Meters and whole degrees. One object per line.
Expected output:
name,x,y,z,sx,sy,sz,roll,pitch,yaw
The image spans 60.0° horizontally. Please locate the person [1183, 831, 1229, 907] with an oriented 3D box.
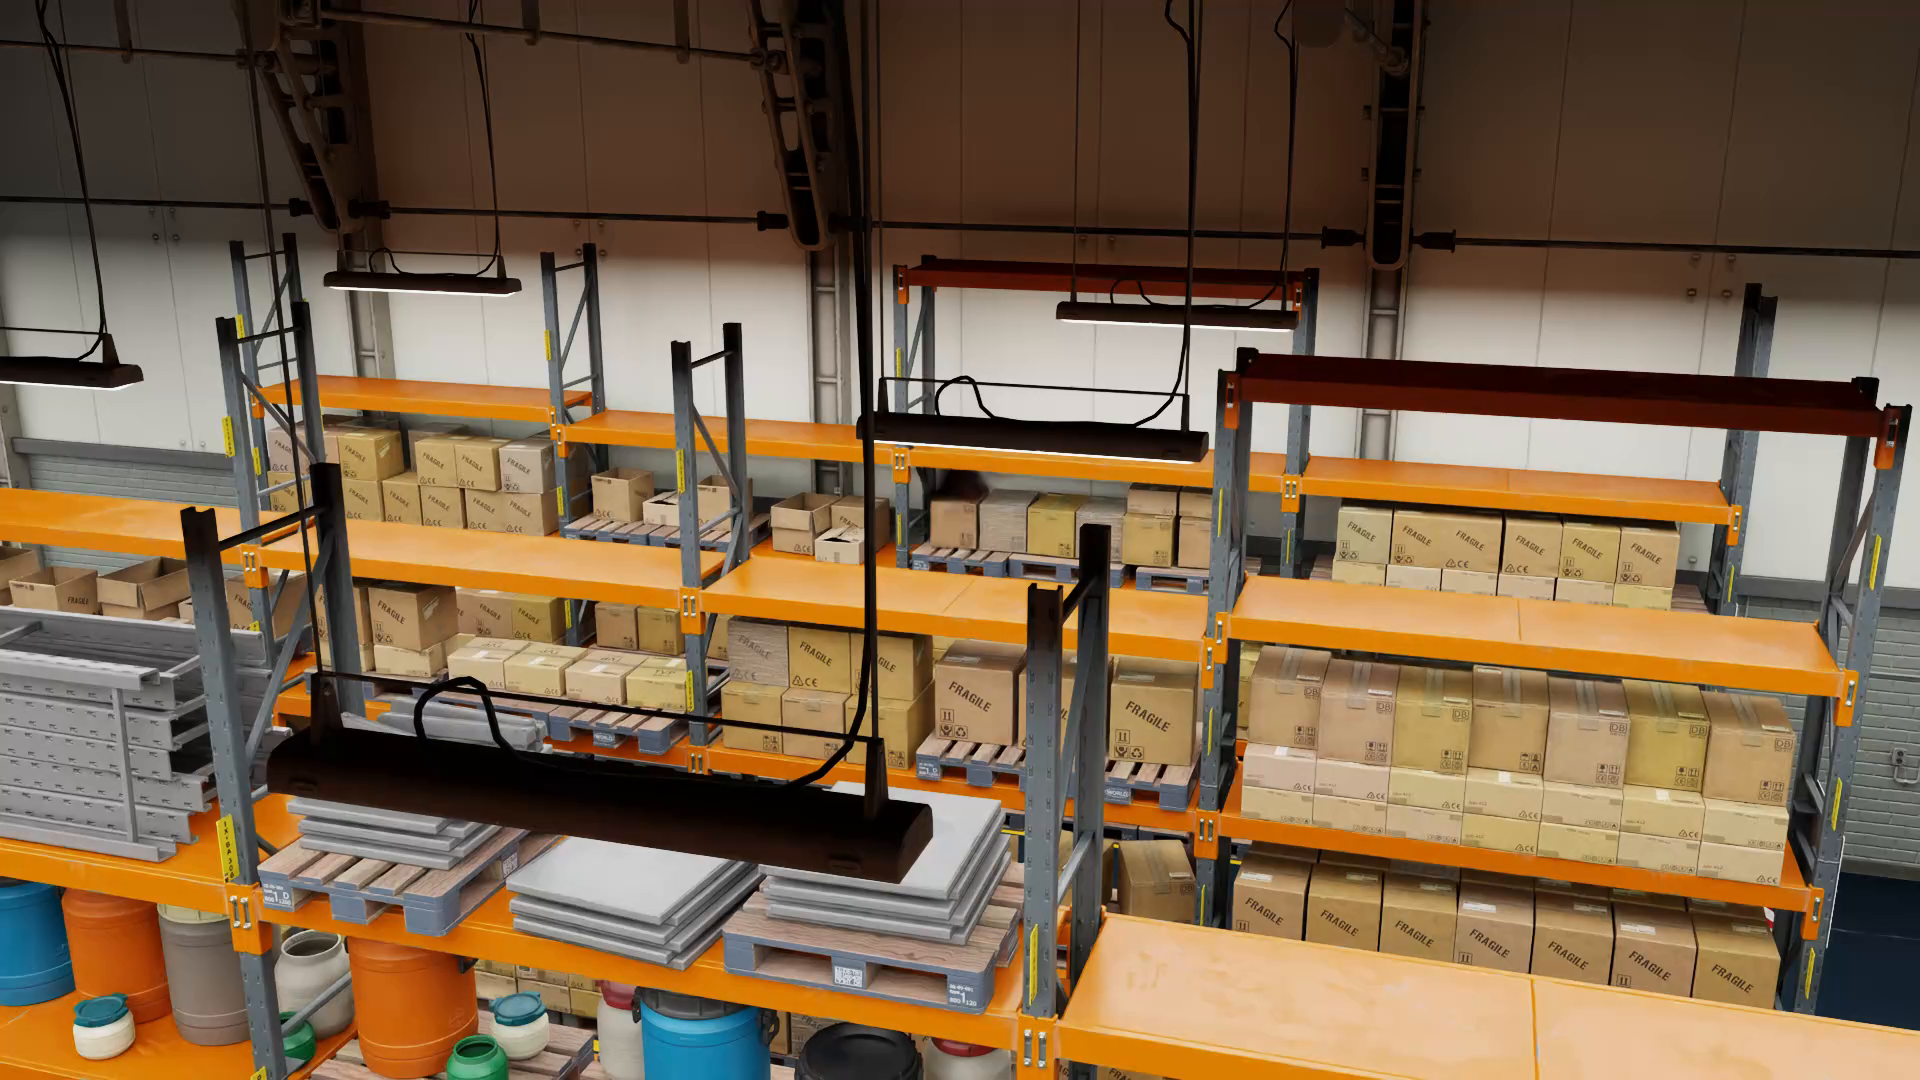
person,2.036,3.182,14.515,0.620,1.762,0.657,2,16,7
